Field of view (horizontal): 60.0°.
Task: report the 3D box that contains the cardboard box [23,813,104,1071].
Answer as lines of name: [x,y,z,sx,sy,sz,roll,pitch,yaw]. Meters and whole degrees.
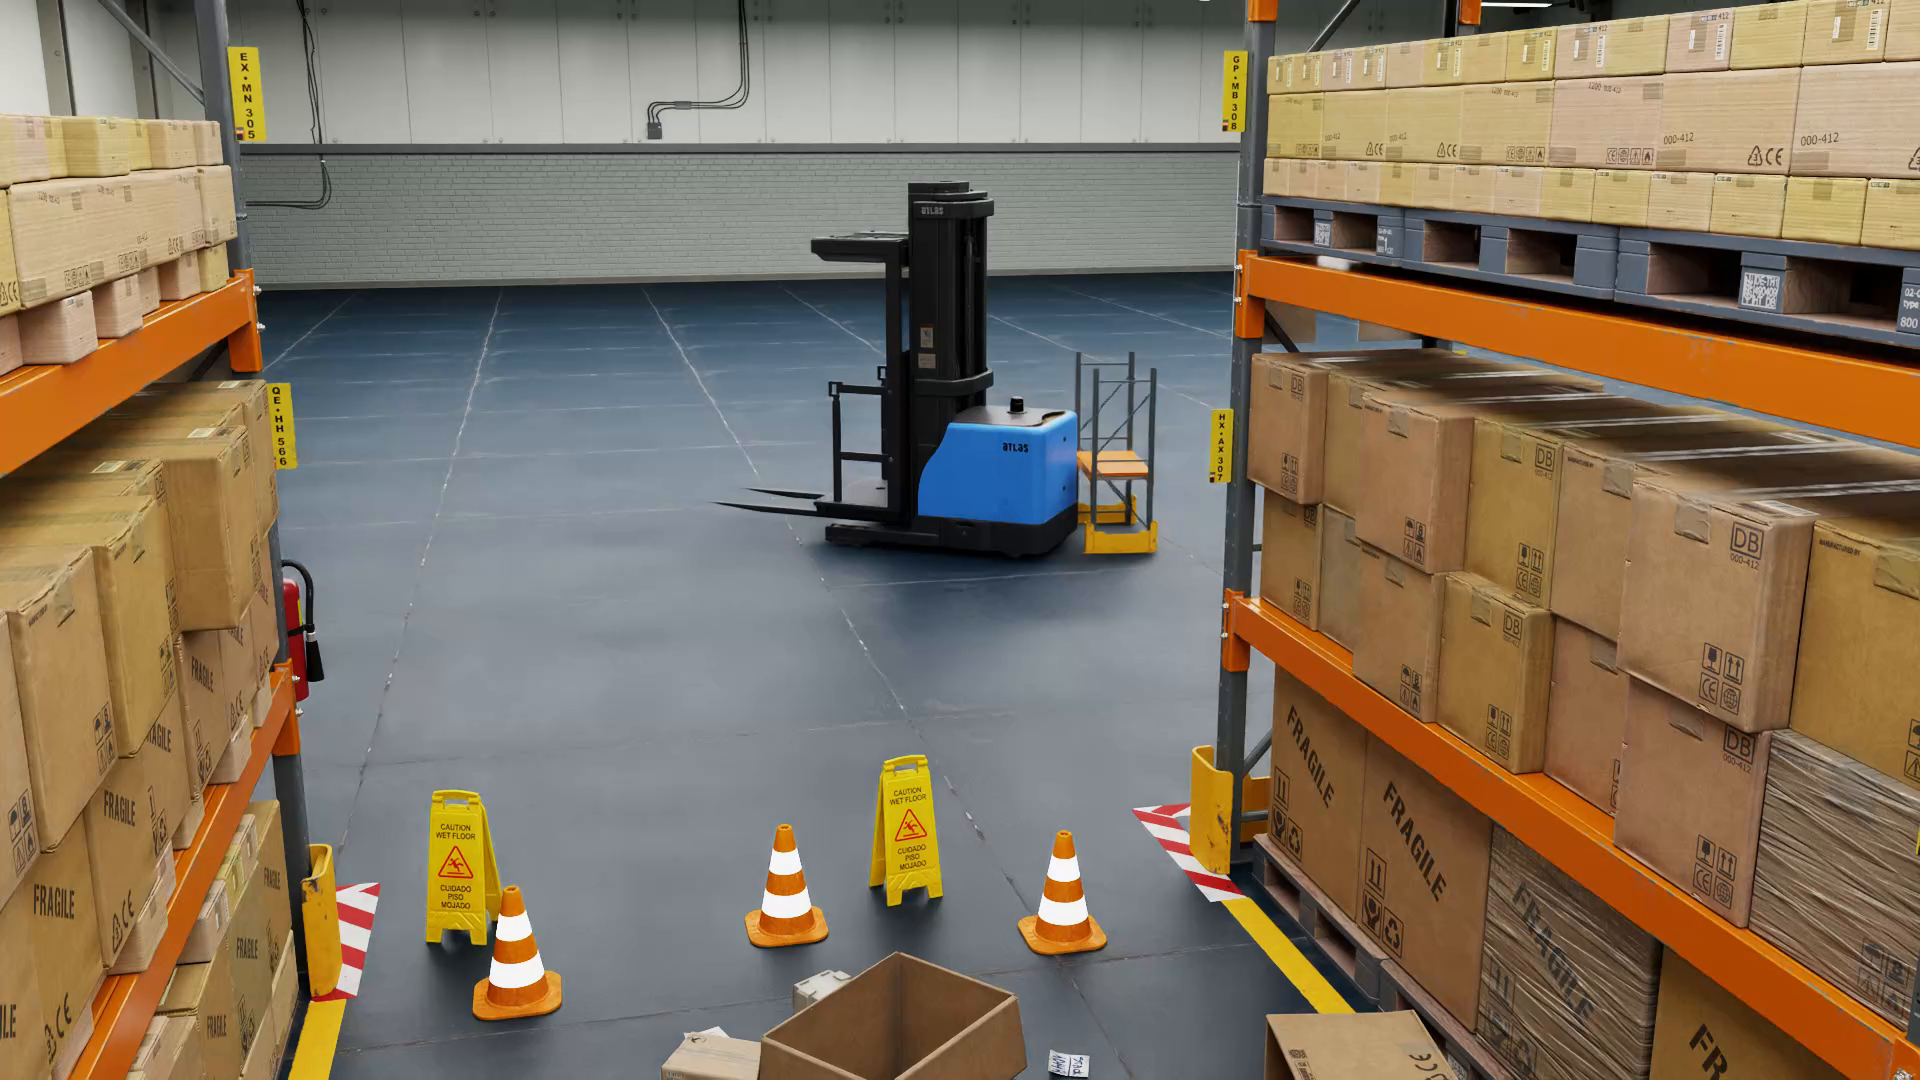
cardboard box: [-2.132,0.814,3.437,0.500,0.500,0.500,-3,14,-13]

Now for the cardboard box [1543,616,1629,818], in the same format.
cardboard box: [2.367,0.526,5.140,0.875,0.550,0.550,-3,14,-13]

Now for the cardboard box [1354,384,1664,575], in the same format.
cardboard box: [1.957,-0.234,5.975,0.875,0.550,0.550,-3,14,-13]

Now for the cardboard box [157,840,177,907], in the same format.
cardboard box: [-2.299,0.918,4.378,0.380,0.149,0.250,-3,14,-13]

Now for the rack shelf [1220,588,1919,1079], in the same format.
rack shelf: [2.159,0.828,5.735,1.077,0.370,4.000,-3,14,-13]

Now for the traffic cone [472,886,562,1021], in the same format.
traffic cone: [-1.744,1.576,6.503,0.336,0.463,0.334,-3,14,-13]

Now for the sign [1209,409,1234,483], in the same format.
sign: [1.148,-0.413,7.305,0.100,0.325,0.005,-3,14,-13]

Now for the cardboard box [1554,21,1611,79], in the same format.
cardboard box: [1.937,-1.393,4.743,0.380,0.149,0.250,-3,14,-14]

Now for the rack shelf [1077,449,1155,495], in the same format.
rack shelf: [1.271,-0.576,13.881,0.538,0.185,1.000,-1,14,-4]

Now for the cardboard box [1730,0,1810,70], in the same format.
cardboard box: [2.115,-1.218,4.027,0.380,0.149,0.250,-3,14,-13]

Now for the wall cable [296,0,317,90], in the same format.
wall cable: [-12.458,-10.880,35.400,3.097,2.526,0.112,-3,14,-13]

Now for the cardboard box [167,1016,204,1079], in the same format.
cardboard box: [-2.293,1.613,4.335,0.500,0.500,0.500,-3,14,-10]

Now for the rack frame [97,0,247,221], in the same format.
rack frame: [-3.099,-2.598,5.601,1.000,3.000,0.127,-3,14,-13]

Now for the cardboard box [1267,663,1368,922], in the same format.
cardboard box: [1.912,0.998,7.115,0.875,0.875,0.875,-3,14,-13]

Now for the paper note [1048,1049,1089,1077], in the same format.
paper note: [0.397,1.907,6.062,0.144,0.017,0.142,2,14,6]

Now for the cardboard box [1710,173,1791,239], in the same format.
cardboard box: [2.110,-0.832,4.126,0.380,0.149,0.250,-3,14,-12]

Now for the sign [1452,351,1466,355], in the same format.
sign: [2.220,-0.688,7.483,0.100,0.325,0.005,-3,14,-13]

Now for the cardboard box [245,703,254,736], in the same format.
cardboard box: [-2.596,0.625,5.578,0.380,0.149,0.250,-4,14,-14]

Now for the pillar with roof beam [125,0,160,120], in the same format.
pillar with roof beam: [-11.497,-9.271,32.912,9.100,9.000,0.400,-3,14,-13]

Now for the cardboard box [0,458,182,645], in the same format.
cardboard box: [-2.453,0.095,4.274,0.700,0.500,0.500,-3,14,-14]

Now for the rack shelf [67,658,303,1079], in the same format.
rack shelf: [-2.629,1.127,4.510,1.077,0.370,4.000,-3,14,-13]

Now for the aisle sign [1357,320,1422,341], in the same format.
aisle sign: [1.964,-1.279,7.365,0.394,0.787,0.004,-3,14,-13]

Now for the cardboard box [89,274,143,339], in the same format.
cardboard box: [-2.339,-0.601,4.274,0.380,0.149,0.250,-3,14,-14]

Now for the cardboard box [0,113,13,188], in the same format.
cardboard box: [-2.095,-0.756,3.232,0.380,0.149,0.250,-3,14,-14]

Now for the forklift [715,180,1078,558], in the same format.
forklift: [-0.582,-1.476,13.794,3.031,2.935,1.130,5,15,20]

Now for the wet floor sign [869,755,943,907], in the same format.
wet floor sign: [-0.243,1.264,7.393,0.267,0.644,0.232,-6,15,-23]

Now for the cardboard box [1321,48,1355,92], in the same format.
cardboard box: [1.576,-1.747,6.189,0.380,0.149,0.250,-3,14,-14]

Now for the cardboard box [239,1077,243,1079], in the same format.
cardboard box: [-2.405,1.860,4.904,0.500,0.250,0.500,-4,14,-15]

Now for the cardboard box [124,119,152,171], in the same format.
cardboard box: [-2.622,-1.164,4.900,0.380,0.149,0.250,-3,14,-13]

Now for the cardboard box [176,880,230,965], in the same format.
cardboard box: [-2.390,1.139,4.908,0.380,0.149,0.250,-3,14,-11]

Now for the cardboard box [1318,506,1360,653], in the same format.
cardboard box: [1.970,0.153,6.666,0.875,0.550,0.550,-3,14,-13]

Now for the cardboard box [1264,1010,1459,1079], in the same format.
cardboard box: [1.266,1.852,5.289,0.500,0.500,0.500,-1,14,-3]

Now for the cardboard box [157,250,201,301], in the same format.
cardboard box: [-2.624,-0.834,5.228,0.380,0.149,0.250,-3,14,-11]

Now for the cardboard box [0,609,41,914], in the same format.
cardboard box: [-2.052,0.446,2.835,0.700,0.500,0.500,-3,14,-14]

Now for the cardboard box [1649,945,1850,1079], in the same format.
cardboard box: [2.549,1.619,4.573,0.875,0.875,0.875,-3,14,-12]

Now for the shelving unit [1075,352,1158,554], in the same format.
shelving unit: [1.272,-0.748,13.830,0.587,1.500,1.083,-1,14,-4]

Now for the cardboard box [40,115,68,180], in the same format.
cardboard box: [-2.362,-0.929,3.936,0.380,0.149,0.250,-3,14,-12]

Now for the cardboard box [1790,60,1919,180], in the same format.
cardboard box: [2.263,-0.941,3.732,0.500,0.250,0.500,-3,14,-14]

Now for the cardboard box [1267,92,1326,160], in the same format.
cardboard box: [1.553,-1.639,6.589,0.500,0.250,0.500,-3,14,-13]

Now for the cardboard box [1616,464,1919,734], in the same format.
cardboard box: [2.333,0.135,4.464,0.875,0.550,0.550,-3,14,-13]

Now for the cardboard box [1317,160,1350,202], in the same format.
cardboard box: [1.577,-1.357,6.276,0.380,0.149,0.250,-3,14,-13]

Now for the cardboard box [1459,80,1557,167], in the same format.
cardboard box: [1.909,-1.290,5.159,0.500,0.250,0.500,-3,14,-13]

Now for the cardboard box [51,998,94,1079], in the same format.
cardboard box: [-2.148,1.096,3.649,0.380,0.149,0.250,-3,14,-11]

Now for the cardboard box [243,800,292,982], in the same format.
cardboard box: [-2.657,1.254,5.804,0.500,0.500,0.500,-3,14,-13]

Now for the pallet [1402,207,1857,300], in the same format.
pallet: [2.163,-0.945,5.340,1.003,0.211,1.213,-3,14,-13]

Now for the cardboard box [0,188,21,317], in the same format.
cardboard box: [-2.127,-0.525,3.126,0.500,0.250,0.500,-3,14,-14]

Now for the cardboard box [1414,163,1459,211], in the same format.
cardboard box: [1.754,-1.183,5.562,0.380,0.149,0.250,-3,14,-14]

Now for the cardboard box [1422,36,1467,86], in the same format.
cardboard box: [1.755,-1.570,5.467,0.380,0.149,0.250,-3,14,-14]

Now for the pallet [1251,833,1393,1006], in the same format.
pallet: [1.953,1.552,7.132,1.003,0.211,1.213,-3,14,-13]

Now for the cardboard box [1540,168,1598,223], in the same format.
cardboard box: [1.931,-1.008,4.847,0.380,0.149,0.250,-3,14,-14]

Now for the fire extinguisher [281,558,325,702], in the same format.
fire extinguisher: [-2.678,0.302,6.536,0.296,0.674,0.183,-3,14,-13]

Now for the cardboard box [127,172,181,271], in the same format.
cardboard box: [-2.473,-0.874,4.554,0.500,0.250,0.500,-3,14,-12]

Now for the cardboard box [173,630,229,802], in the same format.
cardboard box: [-2.476,0.464,4.869,0.500,0.500,0.500,-3,14,-13]

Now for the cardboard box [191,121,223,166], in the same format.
cardboard box: [-2.732,-1.345,5.640,0.380,0.149,0.250,-3,14,-13]

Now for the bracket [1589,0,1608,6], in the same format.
bracket: [14.690,-12.419,38.216,0.235,0.232,0.430,-3,14,-13]

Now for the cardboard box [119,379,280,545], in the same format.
cardboard box: [-2.767,-0.257,5.715,0.700,0.500,0.500,-4,14,-15]

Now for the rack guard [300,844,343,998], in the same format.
rack guard: [-3.081,1.548,6.538,1.175,0.500,0.348,-3,14,-13]
